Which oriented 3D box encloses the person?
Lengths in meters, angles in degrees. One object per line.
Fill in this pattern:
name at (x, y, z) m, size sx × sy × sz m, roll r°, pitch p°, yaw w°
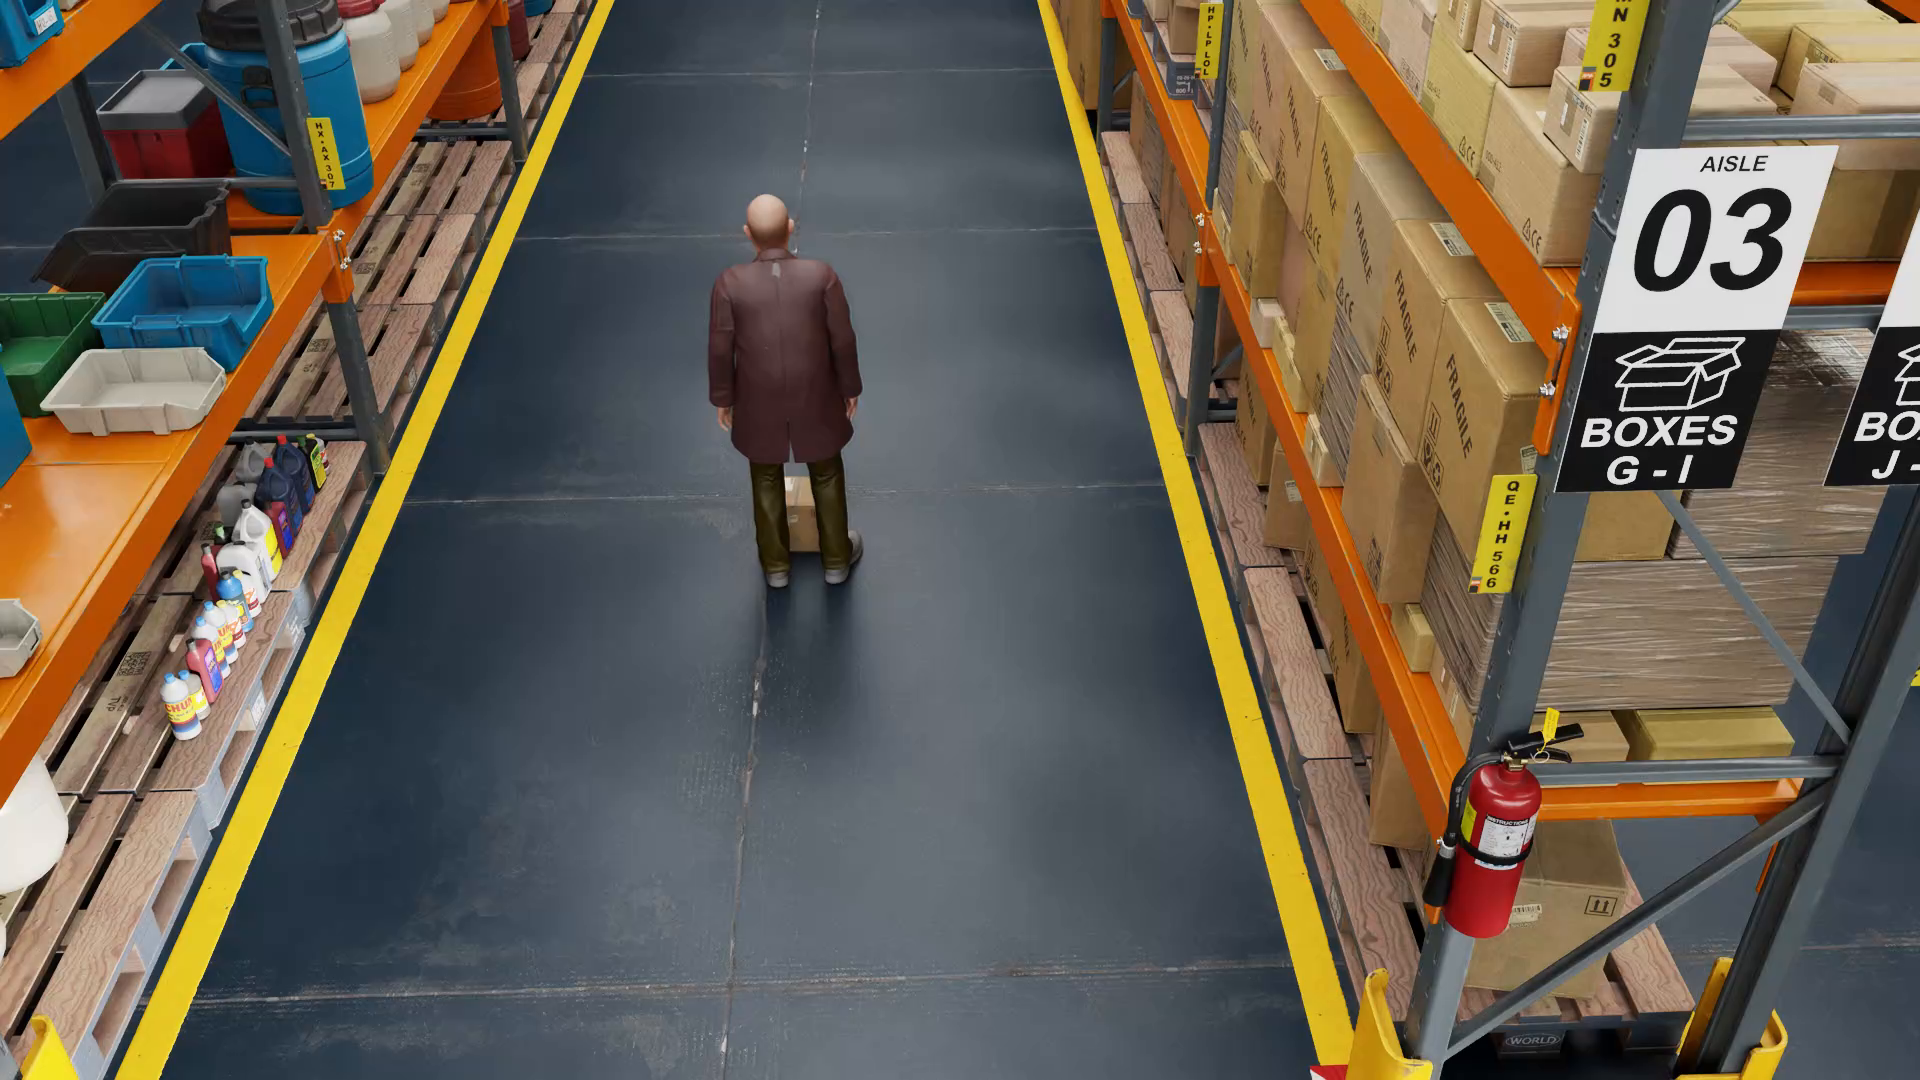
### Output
person at (-0.735, -0.602, 7.027) m, size 0.646 × 1.772 × 0.429 m, roll -3°, pitch 35°, yaw -5°
